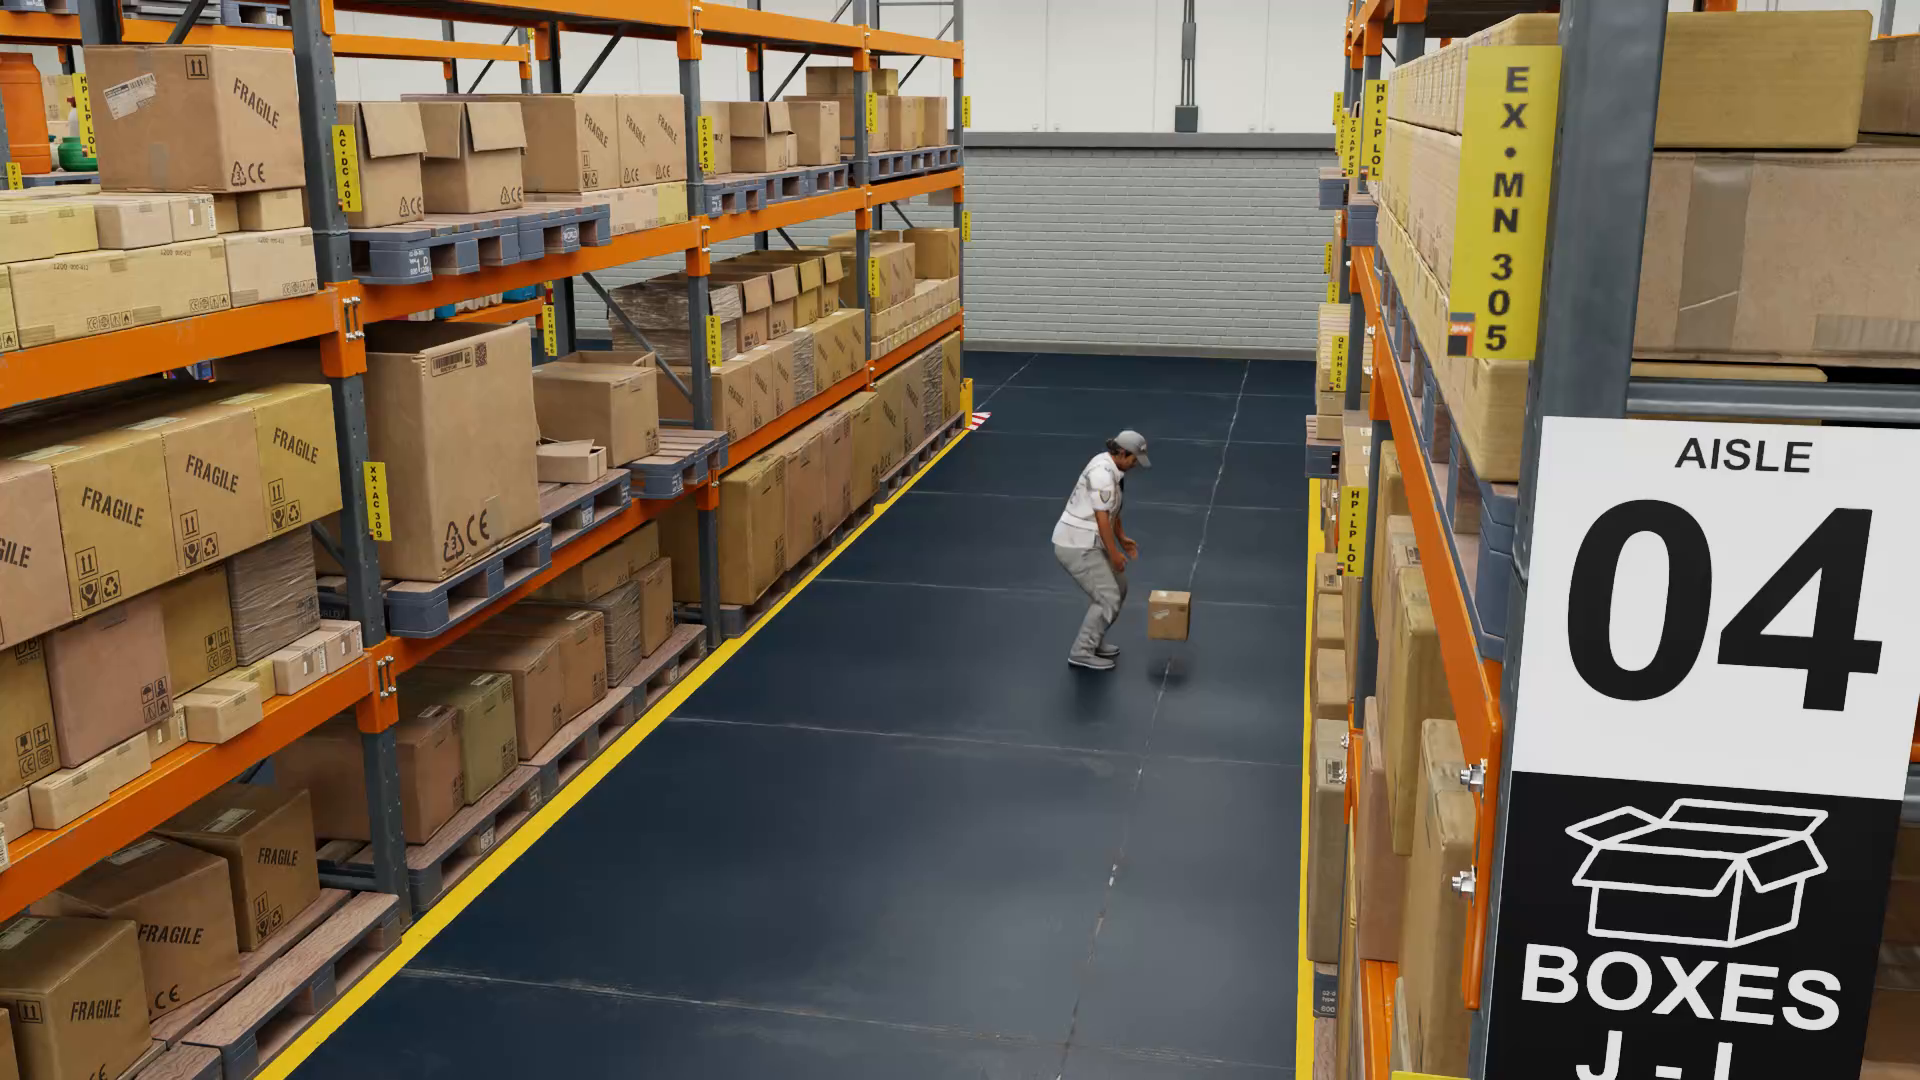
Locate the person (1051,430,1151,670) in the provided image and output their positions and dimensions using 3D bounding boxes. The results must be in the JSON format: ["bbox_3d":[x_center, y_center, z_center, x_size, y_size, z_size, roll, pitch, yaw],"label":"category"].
[{"bbox_3d":[0.902,0.040,10.663,0.611,1.523,0.522,3,15,12],"label":"person"}]
